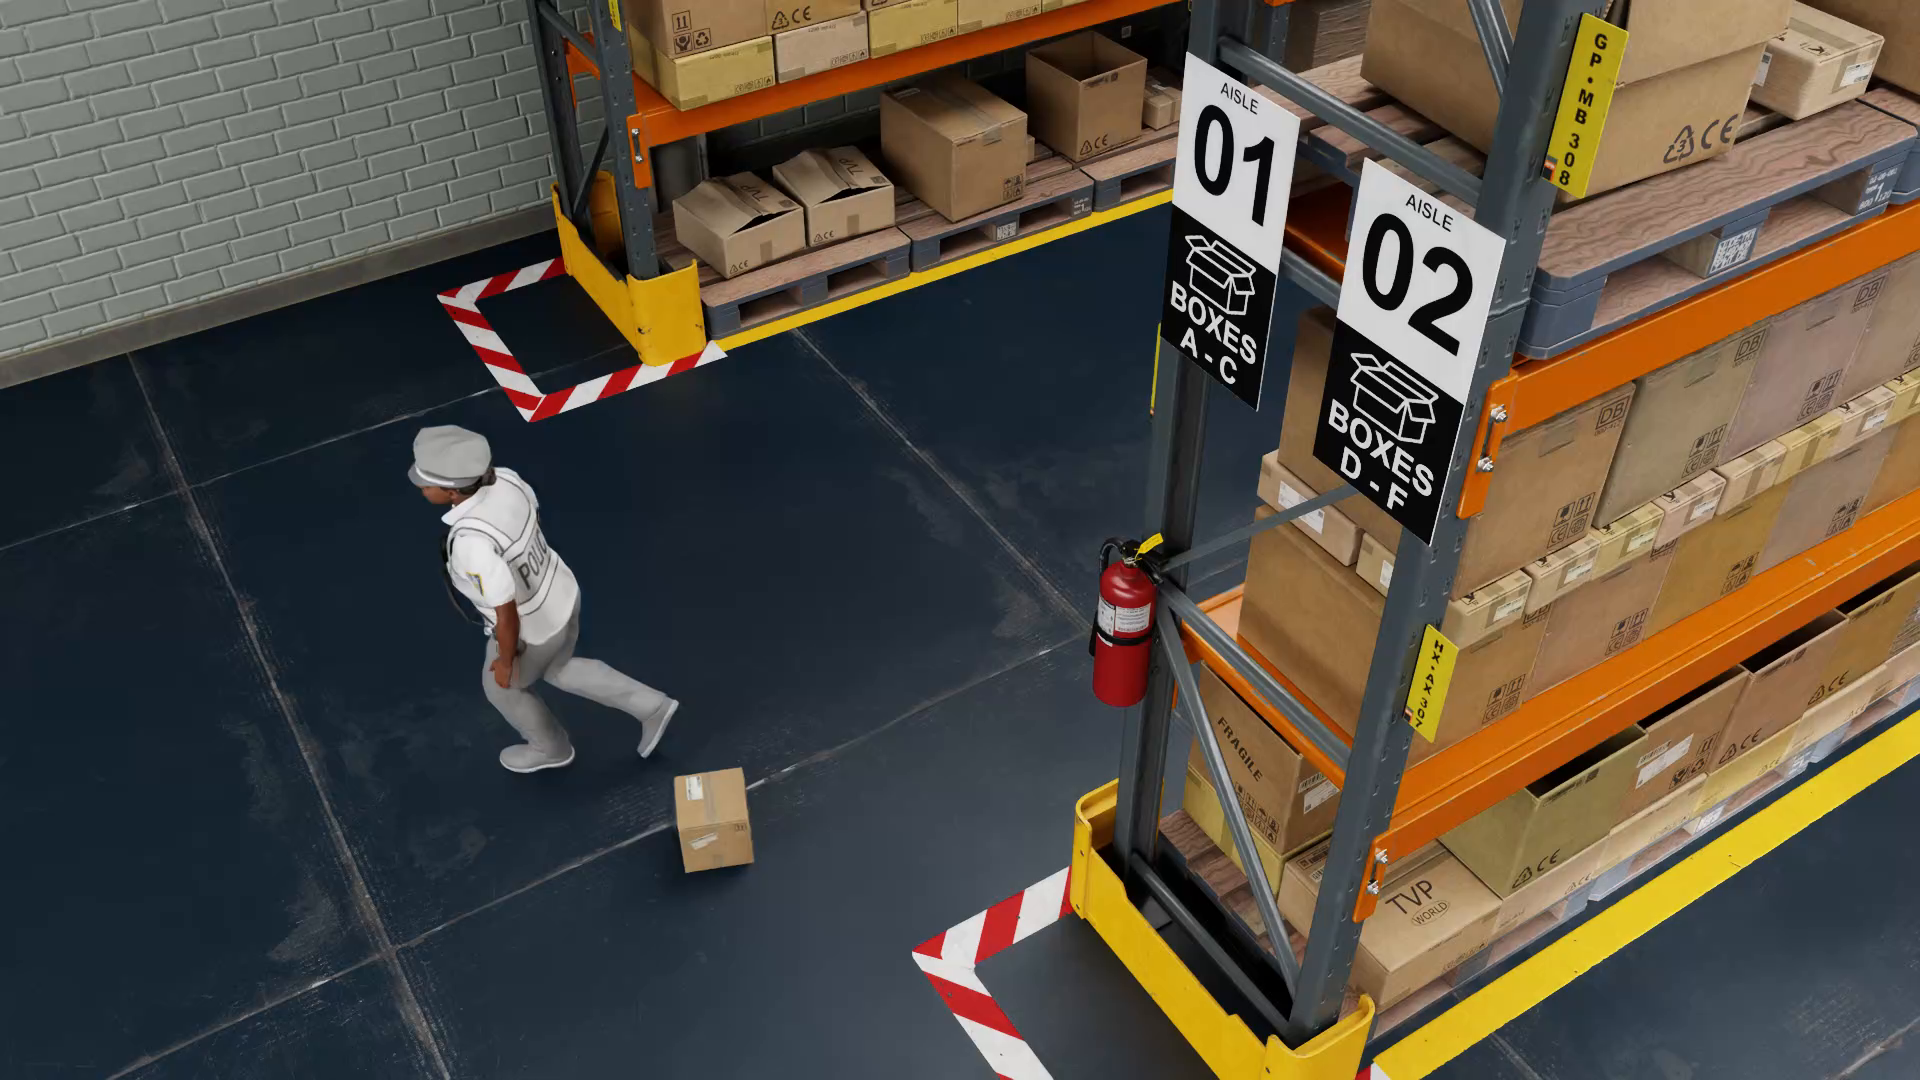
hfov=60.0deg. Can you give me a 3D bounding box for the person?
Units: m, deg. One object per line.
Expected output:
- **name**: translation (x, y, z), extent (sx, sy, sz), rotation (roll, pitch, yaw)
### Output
- **person**: translation (-1.429, 0.288, 5.855), extent (0.711, 1.644, 0.579), rotation (3, 41, 3)
